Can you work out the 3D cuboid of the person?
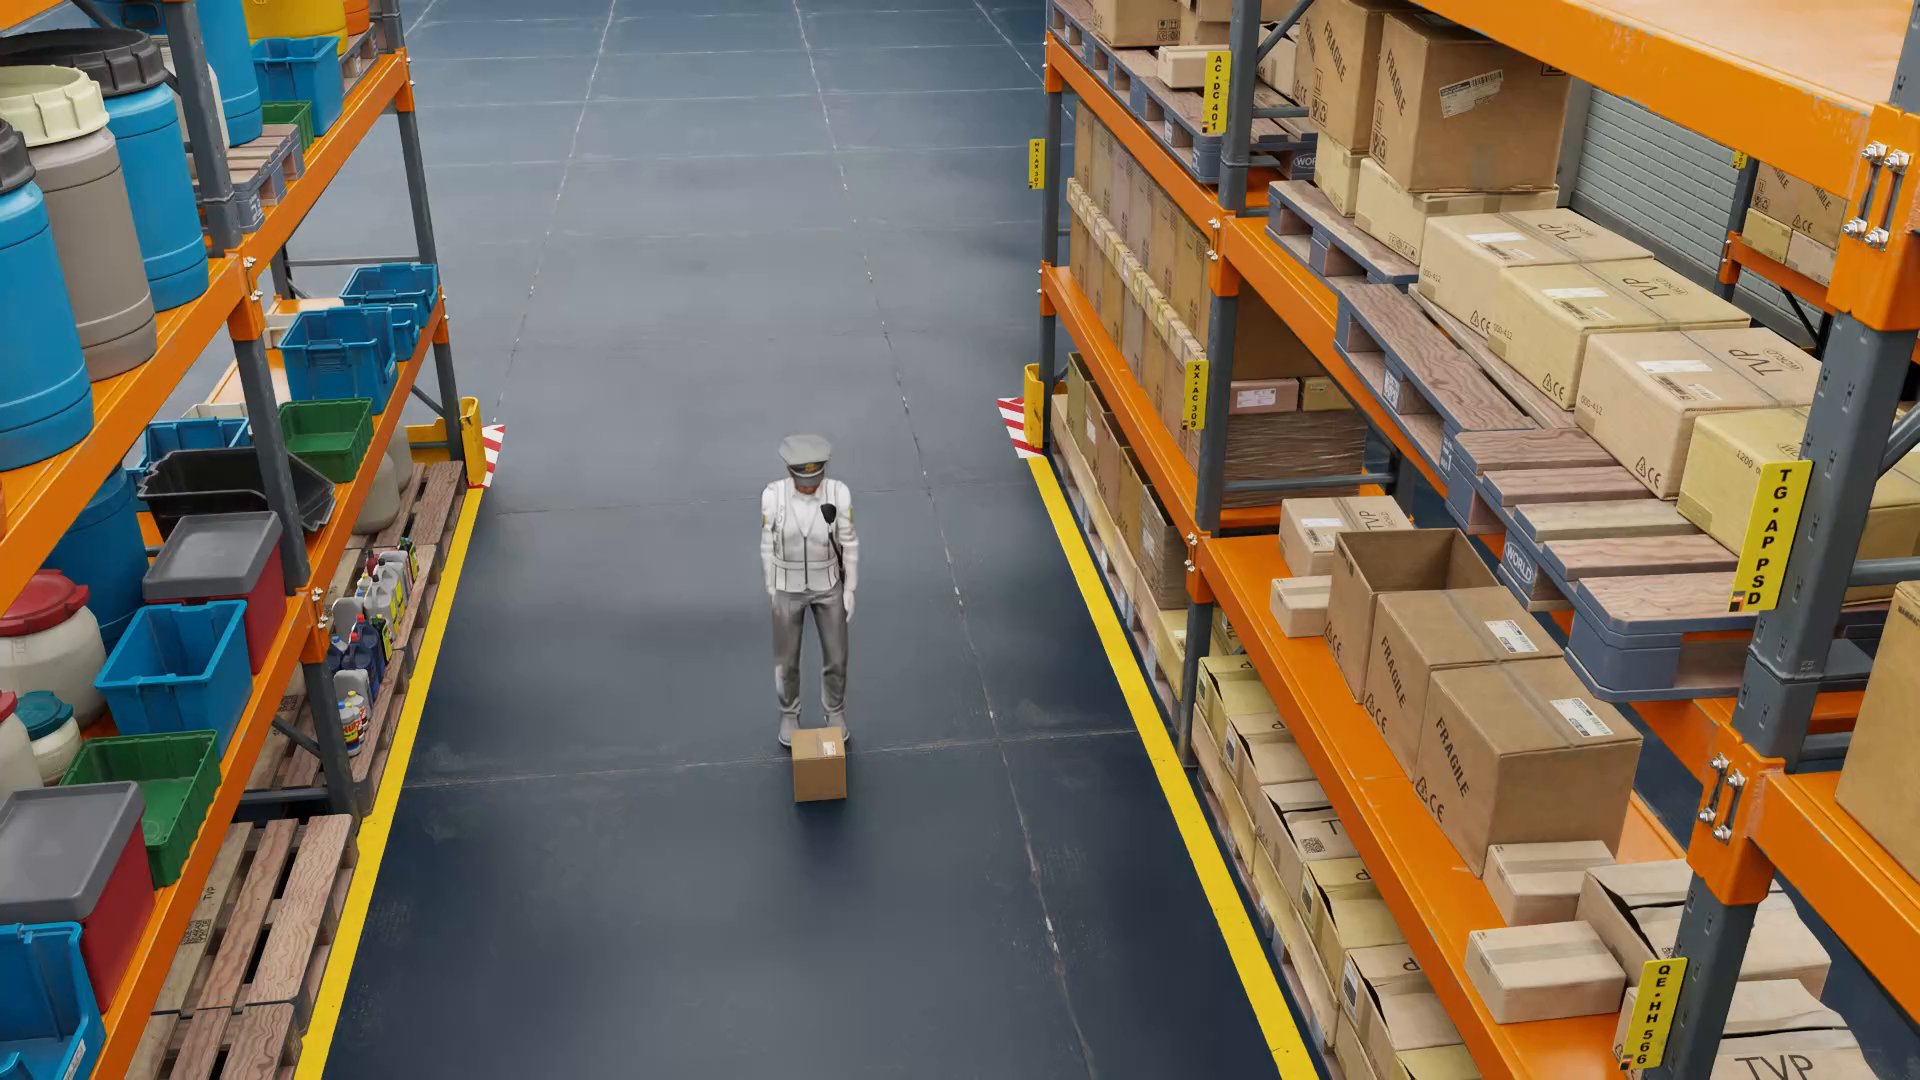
[{"bbox_3d":[-0.724,0.253,8.150,0.482,1.654,0.366,-3,27,-6],"label":"person"}]
